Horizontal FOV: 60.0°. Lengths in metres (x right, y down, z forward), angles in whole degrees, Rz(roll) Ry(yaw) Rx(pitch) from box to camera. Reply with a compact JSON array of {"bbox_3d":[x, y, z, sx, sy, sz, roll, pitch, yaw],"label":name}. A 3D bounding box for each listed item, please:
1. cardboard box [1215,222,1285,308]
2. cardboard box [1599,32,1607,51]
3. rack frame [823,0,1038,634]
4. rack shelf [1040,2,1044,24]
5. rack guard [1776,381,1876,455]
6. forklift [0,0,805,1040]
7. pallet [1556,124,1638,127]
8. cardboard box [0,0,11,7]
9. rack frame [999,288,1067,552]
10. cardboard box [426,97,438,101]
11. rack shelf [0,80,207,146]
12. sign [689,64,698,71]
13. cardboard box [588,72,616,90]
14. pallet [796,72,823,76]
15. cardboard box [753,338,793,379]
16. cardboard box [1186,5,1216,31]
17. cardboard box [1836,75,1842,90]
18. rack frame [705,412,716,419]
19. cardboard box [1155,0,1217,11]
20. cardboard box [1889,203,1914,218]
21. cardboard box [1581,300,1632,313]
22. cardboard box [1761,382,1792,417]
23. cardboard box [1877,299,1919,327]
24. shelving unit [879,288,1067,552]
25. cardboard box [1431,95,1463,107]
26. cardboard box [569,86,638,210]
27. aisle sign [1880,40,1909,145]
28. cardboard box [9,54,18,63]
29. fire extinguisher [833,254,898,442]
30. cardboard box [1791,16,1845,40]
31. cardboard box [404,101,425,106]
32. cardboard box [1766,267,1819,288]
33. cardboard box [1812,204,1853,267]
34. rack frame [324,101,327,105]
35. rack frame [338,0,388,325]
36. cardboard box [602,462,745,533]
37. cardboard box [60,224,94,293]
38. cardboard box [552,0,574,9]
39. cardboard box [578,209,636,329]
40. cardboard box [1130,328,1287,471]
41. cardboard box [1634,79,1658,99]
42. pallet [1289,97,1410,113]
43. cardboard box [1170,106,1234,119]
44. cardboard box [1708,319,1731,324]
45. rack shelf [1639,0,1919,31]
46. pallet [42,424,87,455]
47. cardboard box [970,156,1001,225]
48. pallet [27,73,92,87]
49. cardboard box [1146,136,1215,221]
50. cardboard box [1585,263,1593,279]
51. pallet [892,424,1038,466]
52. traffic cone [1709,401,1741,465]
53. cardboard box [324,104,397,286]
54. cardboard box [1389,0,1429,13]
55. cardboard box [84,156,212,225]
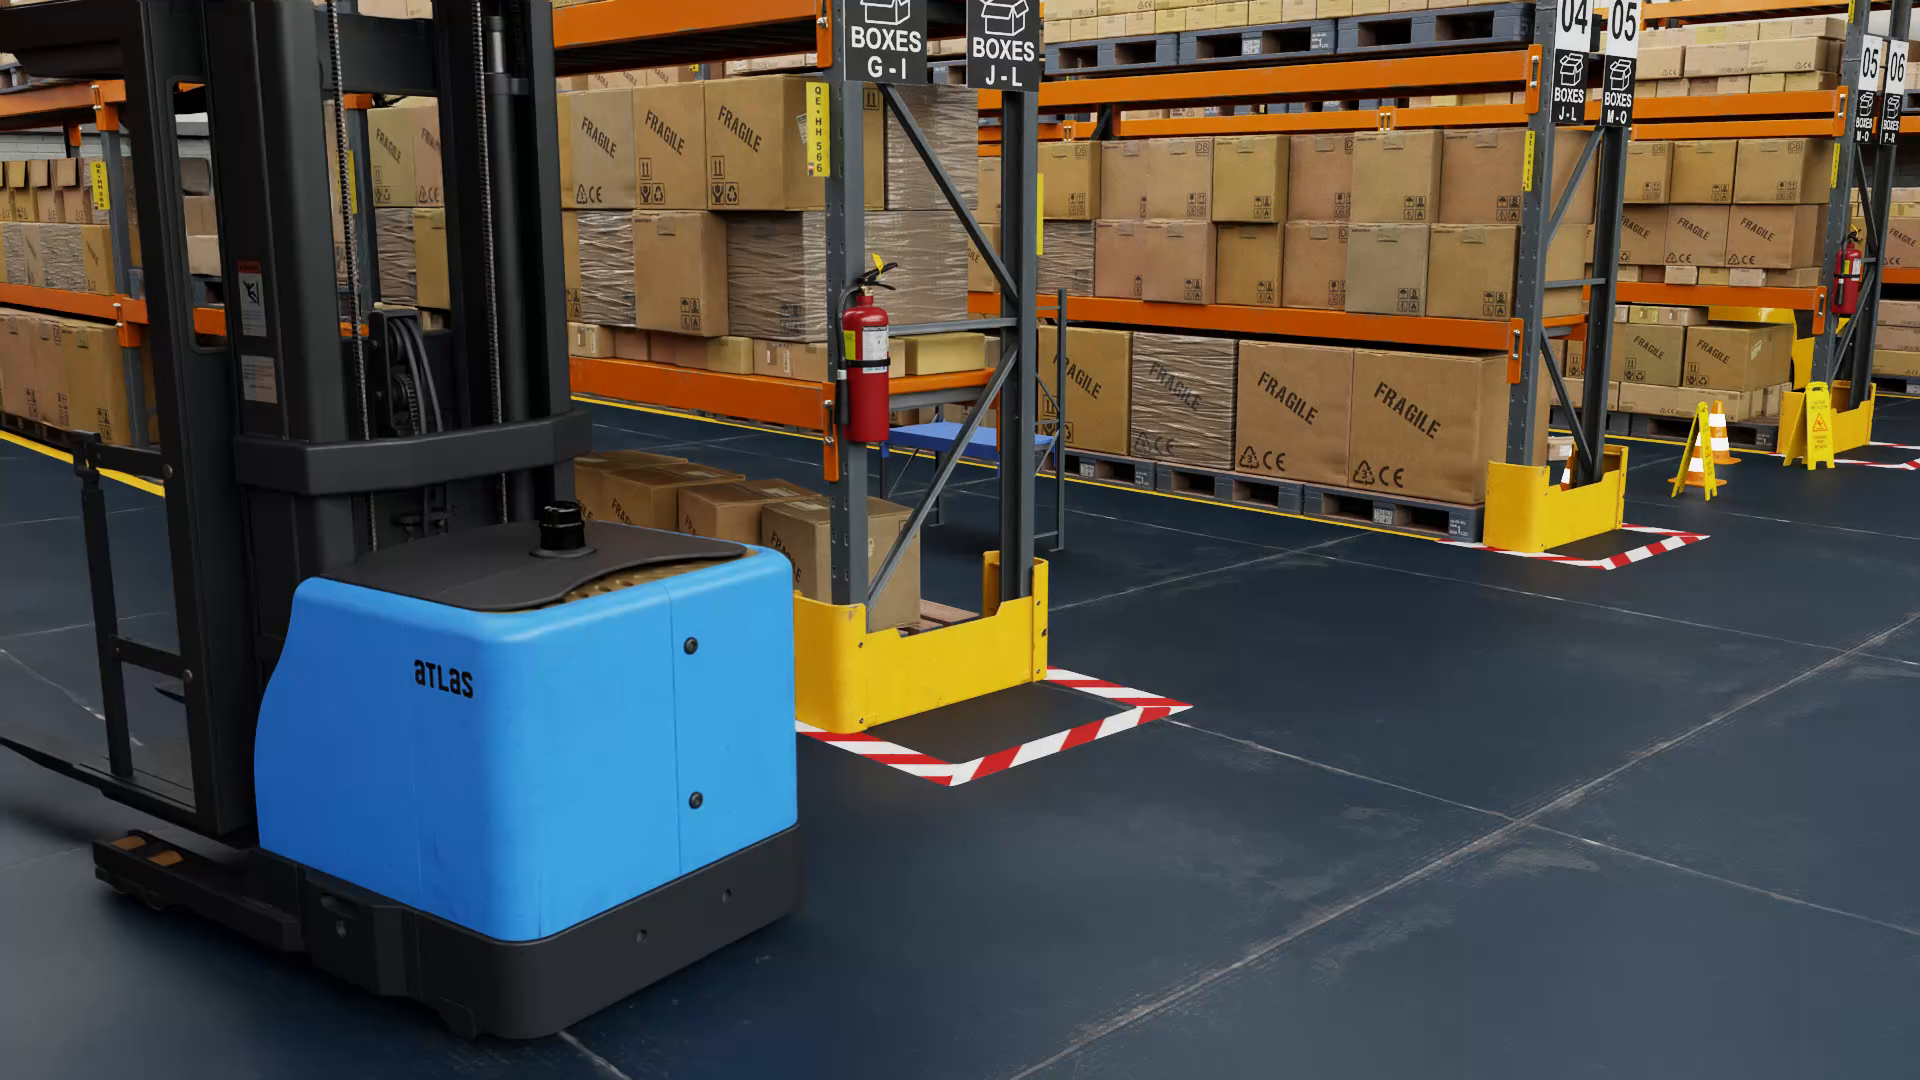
[{"bbox_3d":[2.189,-1.866,11.165,0.875,0.550,0.500,-11,16,-43],"label":"cardboard box"},{"bbox_3d":[5.545,-4.165,13.909,0.380,0.149,0.250,-10,16,-41],"label":"cardboard box"},{"bbox_3d":[-0.092,-0.821,6.461,1.000,3.000,0.127,-11,16,-43],"label":"rack frame"},{"bbox_3d":[0.170,-6.051,19.755,1.077,0.370,4.000,-11,16,-43],"label":"rack shelf"},{"bbox_3d":[7.023,-0.988,13.470,1.175,0.500,0.348,-11,16,-43],"label":"rack guard"},{"bbox_3d":[-1.928,-0.453,4.845,3.031,2.935,1.130,8,14,35],"label":"forklift"},{"bbox_3d":[7.282,-4.980,19.690,1.217,0.209,0.805,11,16,43],"label":"pallet"},{"bbox_3d":[-9.023,-4.850,15.191,0.500,0.250,0.500,10,16,41],"label":"cardboard box"},{"bbox_3d":[0.410,-0.648,9.340,0.500,1.500,0.032,-11,16,-43],"label":"rack frame"},{"bbox_3d":[-5.575,-4.998,18.438,0.500,0.250,0.500,11,16,43],"label":"cardboard box"},{"bbox_3d":[-6.997,-3.397,13.314,1.077,0.370,4.000,-11,16,-43],"label":"rack shelf"},{"bbox_3d":[-2.353,-4.312,14.690,0.100,0.325,0.005,-11,16,-43],"label":"sign"},{"bbox_3d":[-3.234,-4.375,16.033,0.500,0.500,0.500,-11,16,-43],"label":"cardboard box"},{"bbox_3d":[-0.702,-3.792,13.917,1.003,0.211,1.213,-10,15,-40],"label":"pallet"},{"bbox_3d":[-0.610,-0.747,6.726,0.380,0.149,0.250,-11,16,-43],"label":"cardboard box"},{"bbox_3d":[1.690,-3.395,10.859,0.380,0.149,0.250,-11,16,-43],"label":"cardboard box"},{"bbox_3d":[7.082,-3.641,13.341,0.380,0.149,0.250,-11,16,-42],"label":"cardboard box"},{"bbox_3d":[-1.959,-2.665,15.411,1.000,3.000,0.127,-11,16,-43],"label":"rack frame"},{"bbox_3d":[1.637,-3.619,10.958,0.500,0.250,0.500,-11,16,-43],"label":"cardboard box"},{"bbox_3d":[9.725,-3.389,17.073,0.380,0.149,0.250,-11,16,-43],"label":"cardboard box"},{"bbox_3d":[7.533,-2.595,19.916,0.875,0.625,0.625,-10,15,-40],"label":"cardboard box"},{"bbox_3d":[6.719,-1.217,14.157,0.500,0.250,0.500,-11,16,-43],"label":"cardboard box"},{"bbox_3d":[9.763,-2.340,17.131,0.500,0.250,0.500,-11,16,-42],"label":"cardboard box"},{"bbox_3d":[0.059,-0.722,9.700,0.538,1.500,1.048,-11,16,-43],"label":"shelving unit"},{"bbox_3d":[4.490,-4.005,15.108,0.380,0.149,0.250,-11,16,-42],"label":"cardboard box"},{"bbox_3d":[-1.343,-1.696,7.248,0.500,0.500,0.500,-11,16,-43],"label":"cardboard box"},{"bbox_3d":[7.343,-3.509,13.067,0.394,0.787,0.004,-11,16,-43],"label":"aisle sign"},{"bbox_3d":[-7.459,-3.885,13.485,0.250,0.149,0.380,11,16,43],"label":"cardboard box"},{"bbox_3d":[-0.346,-0.702,6.076,0.296,0.674,0.183,-11,16,-43],"label":"fire extinguisher"},{"bbox_3d":[6.629,-3.946,12.846,0.380,0.149,0.250,-11,16,-42],"label":"cardboard box"},{"bbox_3d":[-5.943,-4.826,18.843,0.500,0.250,0.500,-11,16,-43],"label":"cardboard box"},{"bbox_3d":[6.663,-2.103,13.309,0.380,0.149,0.250,-10,15,-41],"label":"cardboard box"},{"bbox_3d":[6.949,-2.504,13.647,0.500,0.500,0.500,-11,16,-43],"label":"cardboard box"},{"bbox_3d":[-7.484,-6.770,20.472,1.000,3.000,0.127,-11,16,-43],"label":"rack frame"},{"bbox_3d":[-2.854,-1.404,9.294,1.000,3.000,0.127,-11,16,-43],"label":"rack frame"},{"bbox_3d":[-1.367,-0.072,7.981,0.500,0.500,0.500,-9,15,-37],"label":"cardboard box"},{"bbox_3d":[-6.476,-2.148,12.657,0.500,0.500,0.500,-11,16,-43],"label":"cardboard box"},{"bbox_3d":[-1.654,-2.472,7.416,0.500,0.250,0.500,-11,16,-44],"label":"cardboard box"},{"bbox_3d":[-1.198,-1.235,7.485,0.875,0.500,0.500,-11,16,-43],"label":"cardboard box"},{"bbox_3d":[1.812,-1.013,11.621,0.875,0.875,0.875,-11,16,-42],"label":"cardboard box"},{"bbox_3d":[5.763,-3.751,13.876,0.250,0.149,0.380,11,16,44],"label":"cardboard box"},{"bbox_3d":[3.964,-4.267,16.223,1.213,0.211,1.003,-11,16,-43],"label":"pallet"},{"bbox_3d":[2.625,-4.670,17.456,0.797,0.503,0.637,-11,16,-43],"label":"cardboard box"},{"bbox_3d":[6.338,-1.663,14.465,0.500,0.500,0.500,11,16,43],"label":"cardboard box"},{"bbox_3d":[9.282,-5.576,17.448,1.077,0.370,4.000,-11,16,-43],"label":"rack shelf"},{"bbox_3d":[-6.944,-0.926,13.882,1.003,0.211,1.213,-11,16,-43],"label":"pallet"},{"bbox_3d":[0.456,-2.691,12.814,0.700,0.500,0.500,-11,16,-44],"label":"cardboard box"},{"bbox_3d":[-6.099,-3.451,12.264,1.213,0.211,1.003,-10,15,-40],"label":"pallet"},{"bbox_3d":[1.771,-2.462,11.382,0.875,0.550,0.550,-11,16,-43],"label":"cardboard box"},{"bbox_3d":[5.621,-2.329,14.405,0.380,0.149,0.250,-11,16,-43],"label":"cardboard box"},{"bbox_3d":[0.216,-0.817,13.354,1.003,0.211,1.213,-11,16,-43],"label":"pallet"},{"bbox_3d":[5.846,-0.842,12.852,0.336,0.463,0.334,-11,16,-43],"label":"traffic cone"},{"bbox_3d":[-3.301,-2.039,9.849,1.000,1.000,1.000,-11,16,-42],"label":"cardboard box"},{"bbox_3d":[2.740,-3.173,9.781,0.380,0.149,0.250,-11,16,-42],"label":"cardboard box"},{"bbox_3d":[-6.109,-2.637,12.545,0.797,0.503,0.637,-10,15,-41],"label":"cardboard box"}]
